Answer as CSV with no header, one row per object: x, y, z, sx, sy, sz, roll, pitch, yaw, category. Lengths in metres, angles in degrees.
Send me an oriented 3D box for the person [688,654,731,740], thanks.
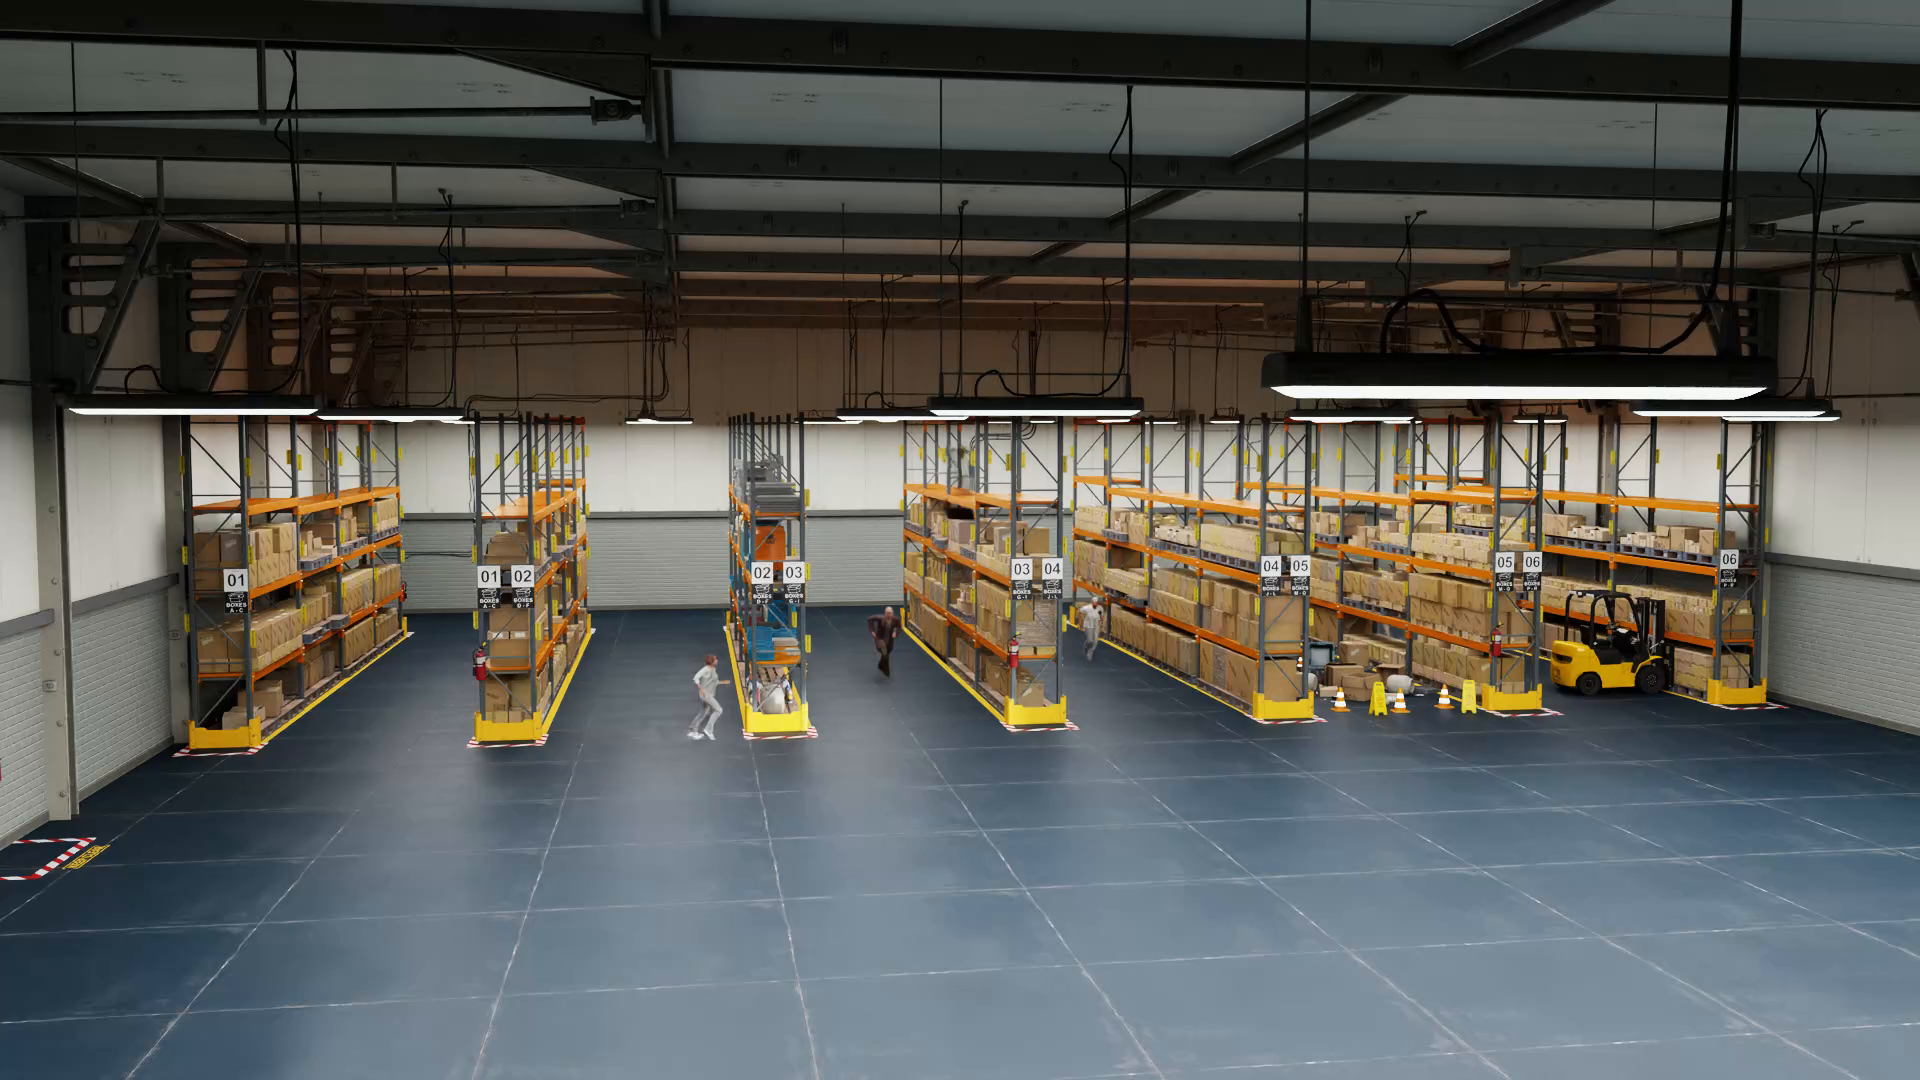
-4.587,2.869,30.303,0.798,1.587,0.569,0,4,3,person

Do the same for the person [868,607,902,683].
-1.723,2.345,37.668,0.752,1.744,1.055,-1,4,-16,person

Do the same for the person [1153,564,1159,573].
5.729,1.562,48.369,0.652,1.741,0.668,-2,4,-30,person

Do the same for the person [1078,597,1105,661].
3.247,2.175,40.703,0.592,1.592,0.664,-1,4,-17,person

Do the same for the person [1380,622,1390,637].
11.153,1.836,44.302,0.641,1.768,0.915,-1,4,-16,person
